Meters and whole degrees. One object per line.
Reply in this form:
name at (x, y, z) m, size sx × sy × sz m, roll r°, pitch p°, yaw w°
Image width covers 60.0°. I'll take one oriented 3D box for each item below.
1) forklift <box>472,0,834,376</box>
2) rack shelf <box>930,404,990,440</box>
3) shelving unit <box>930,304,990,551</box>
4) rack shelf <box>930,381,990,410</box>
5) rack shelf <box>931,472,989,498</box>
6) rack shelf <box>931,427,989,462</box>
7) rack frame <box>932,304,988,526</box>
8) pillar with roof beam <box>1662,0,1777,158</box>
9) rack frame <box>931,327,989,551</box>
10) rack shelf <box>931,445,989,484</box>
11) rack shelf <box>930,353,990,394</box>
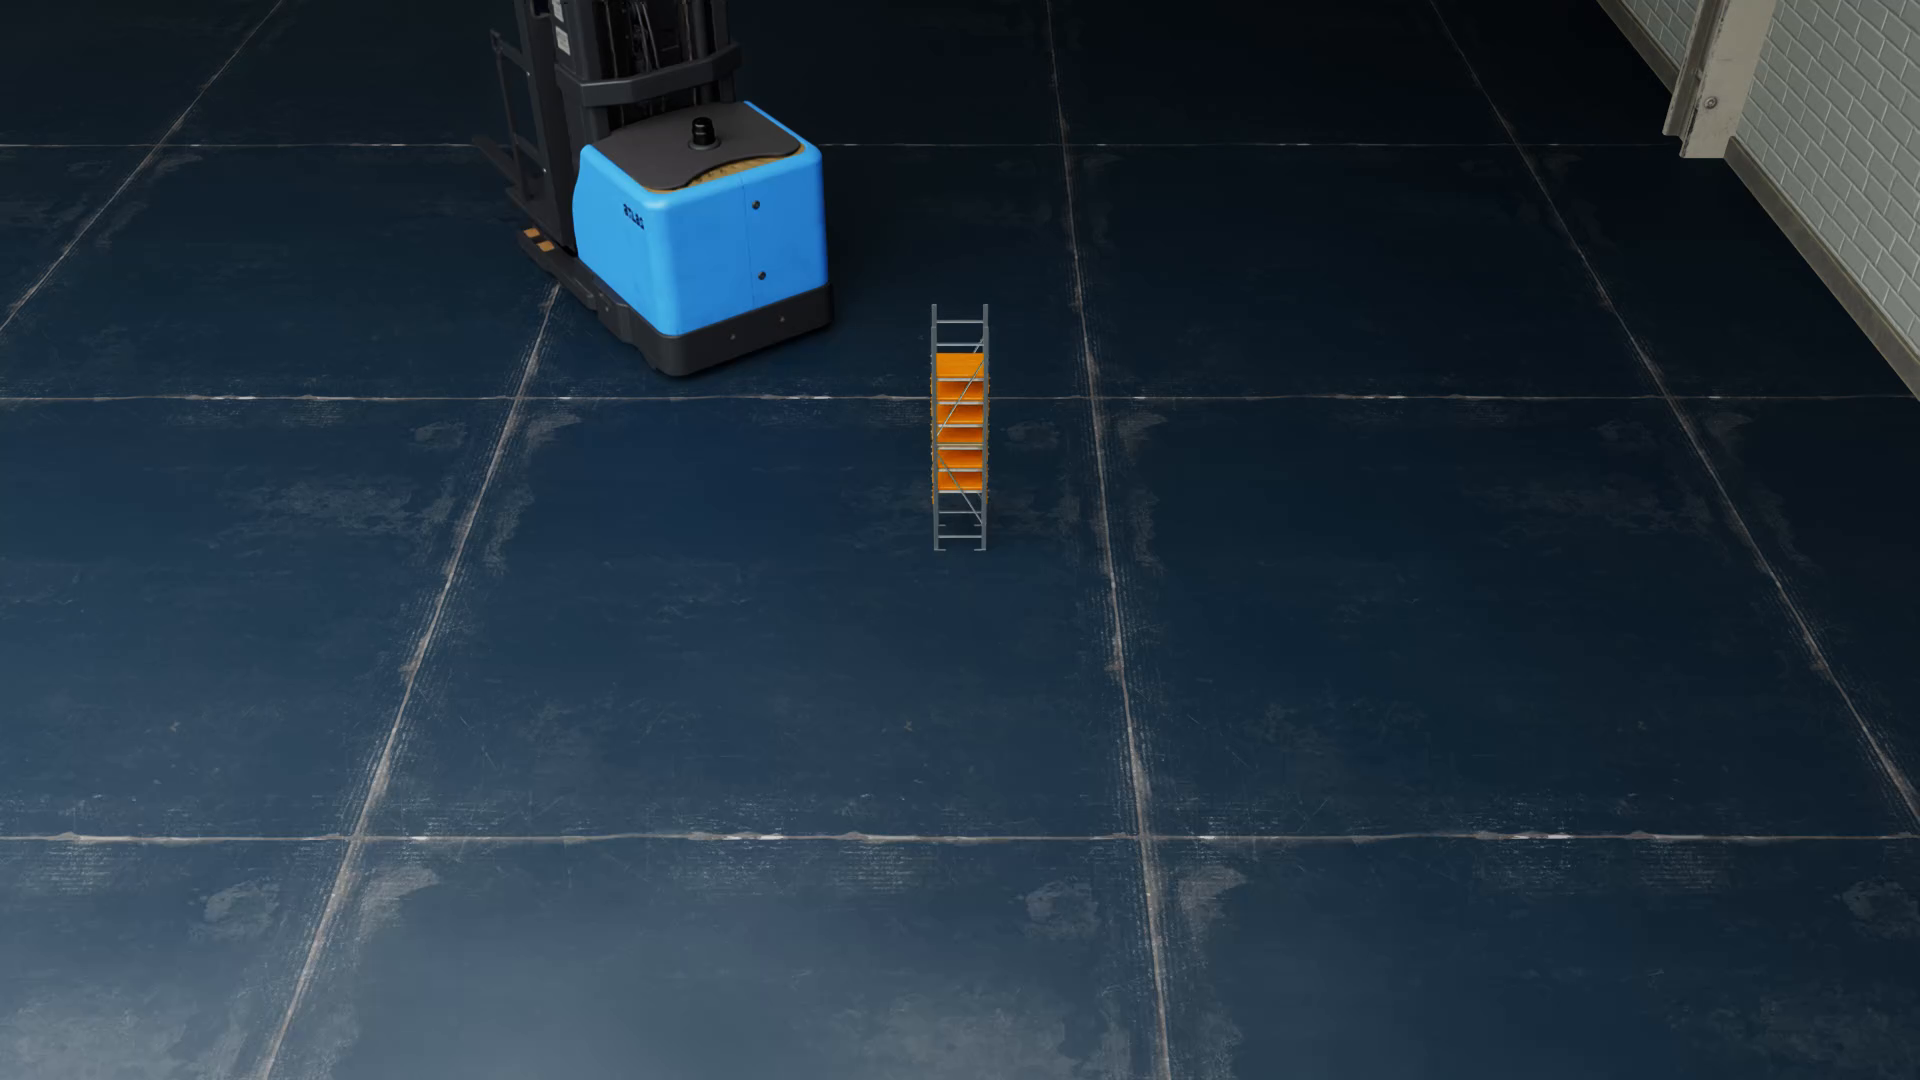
forklift at (-1.958, -2.880, 9.000) m, size 1.130 × 2.935 × 3.031 m, roll -24°, pitch 45°, yaw -27°
rack shelf at (0.000, -0.536, 7.339) m, size 0.258 × 0.103 × 0.180 m, roll 0°, pitch 39°, yaw 0°
shelving unit at (0.000, -0.477, 7.386) m, size 0.258 × 1.200 × 0.189 m, roll 0°, pitch 39°, yaw 0°
rack shelf at (0.000, -0.630, 7.264) m, size 0.258 × 0.103 × 0.180 m, roll 0°, pitch 39°, yaw 0°
rack shelf at (0.000, -0.255, 7.564) m, size 0.258 × 0.103 × 0.180 m, roll 0°, pitch 39°, yaw 0°
rack shelf at (0.000, -0.443, 7.414) m, size 0.258 × 0.103 × 0.180 m, roll 0°, pitch 39°, yaw 0°
rack frame at (0.000, -0.534, 7.457) m, size 0.240 × 1.200 × 0.006 m, roll 0°, pitch 39°, yaw 0°
pillar with roof beam at (0.565, -6.130, 8.203) m, size 9.100 × 9.000 × 0.400 m, roll 0°, pitch 39°, yaw 0°
rack frame at (0.000, -0.420, 7.315) m, size 0.240 × 1.200 × 0.006 m, roll 0°, pitch 39°, yaw 0°
rack shelf at (0.000, -0.349, 7.489) m, size 0.258 × 0.103 × 0.180 m, roll 0°, pitch 39°, yaw 0°
rack shelf at (0.000, -0.724, 7.189) m, size 0.258 × 0.103 × 0.180 m, roll 0°, pitch 39°, yaw 0°
